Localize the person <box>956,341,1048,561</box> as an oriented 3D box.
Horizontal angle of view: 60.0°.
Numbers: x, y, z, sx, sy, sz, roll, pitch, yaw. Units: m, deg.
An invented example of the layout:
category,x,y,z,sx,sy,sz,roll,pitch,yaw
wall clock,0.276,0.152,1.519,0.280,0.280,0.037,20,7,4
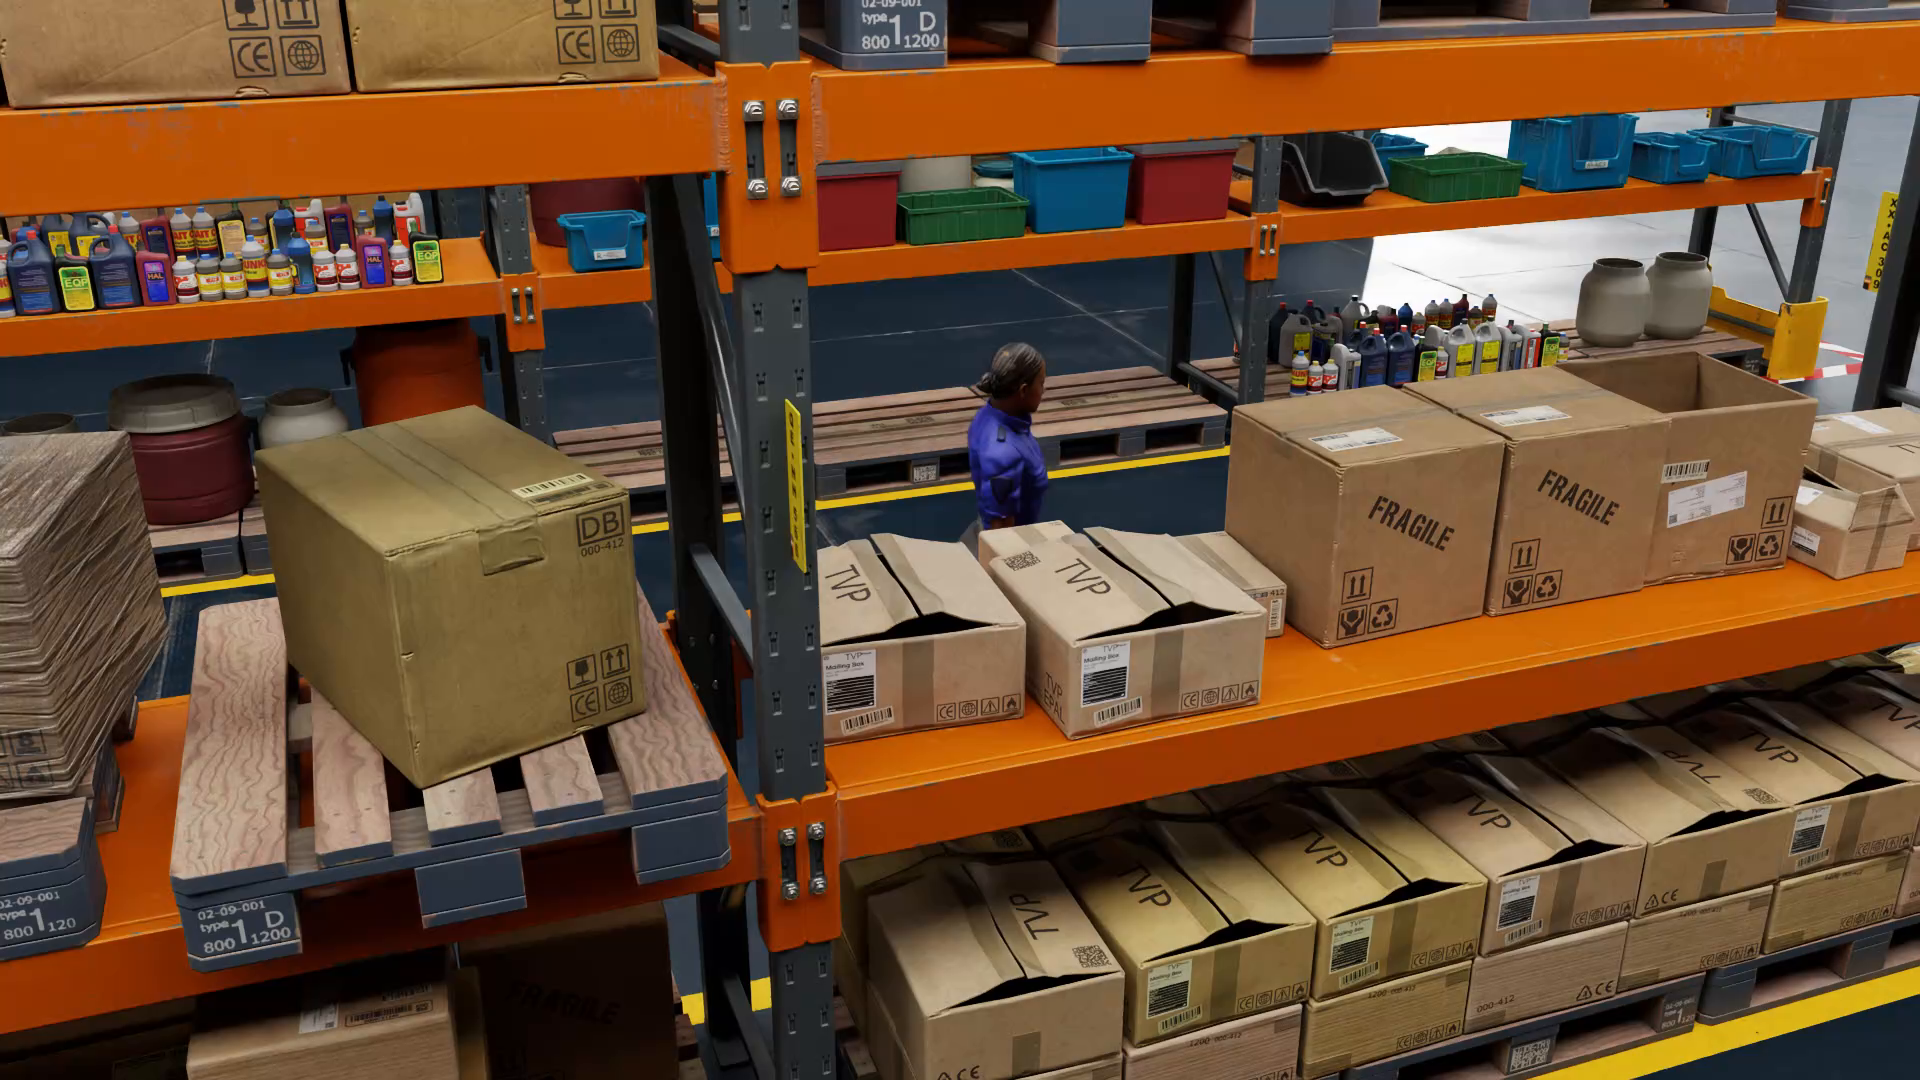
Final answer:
category,x,y,z,sx,sy,sz,roll,pitch,yaw
person,0.209,0.131,5.749,0.562,1.657,0.671,0,23,0
